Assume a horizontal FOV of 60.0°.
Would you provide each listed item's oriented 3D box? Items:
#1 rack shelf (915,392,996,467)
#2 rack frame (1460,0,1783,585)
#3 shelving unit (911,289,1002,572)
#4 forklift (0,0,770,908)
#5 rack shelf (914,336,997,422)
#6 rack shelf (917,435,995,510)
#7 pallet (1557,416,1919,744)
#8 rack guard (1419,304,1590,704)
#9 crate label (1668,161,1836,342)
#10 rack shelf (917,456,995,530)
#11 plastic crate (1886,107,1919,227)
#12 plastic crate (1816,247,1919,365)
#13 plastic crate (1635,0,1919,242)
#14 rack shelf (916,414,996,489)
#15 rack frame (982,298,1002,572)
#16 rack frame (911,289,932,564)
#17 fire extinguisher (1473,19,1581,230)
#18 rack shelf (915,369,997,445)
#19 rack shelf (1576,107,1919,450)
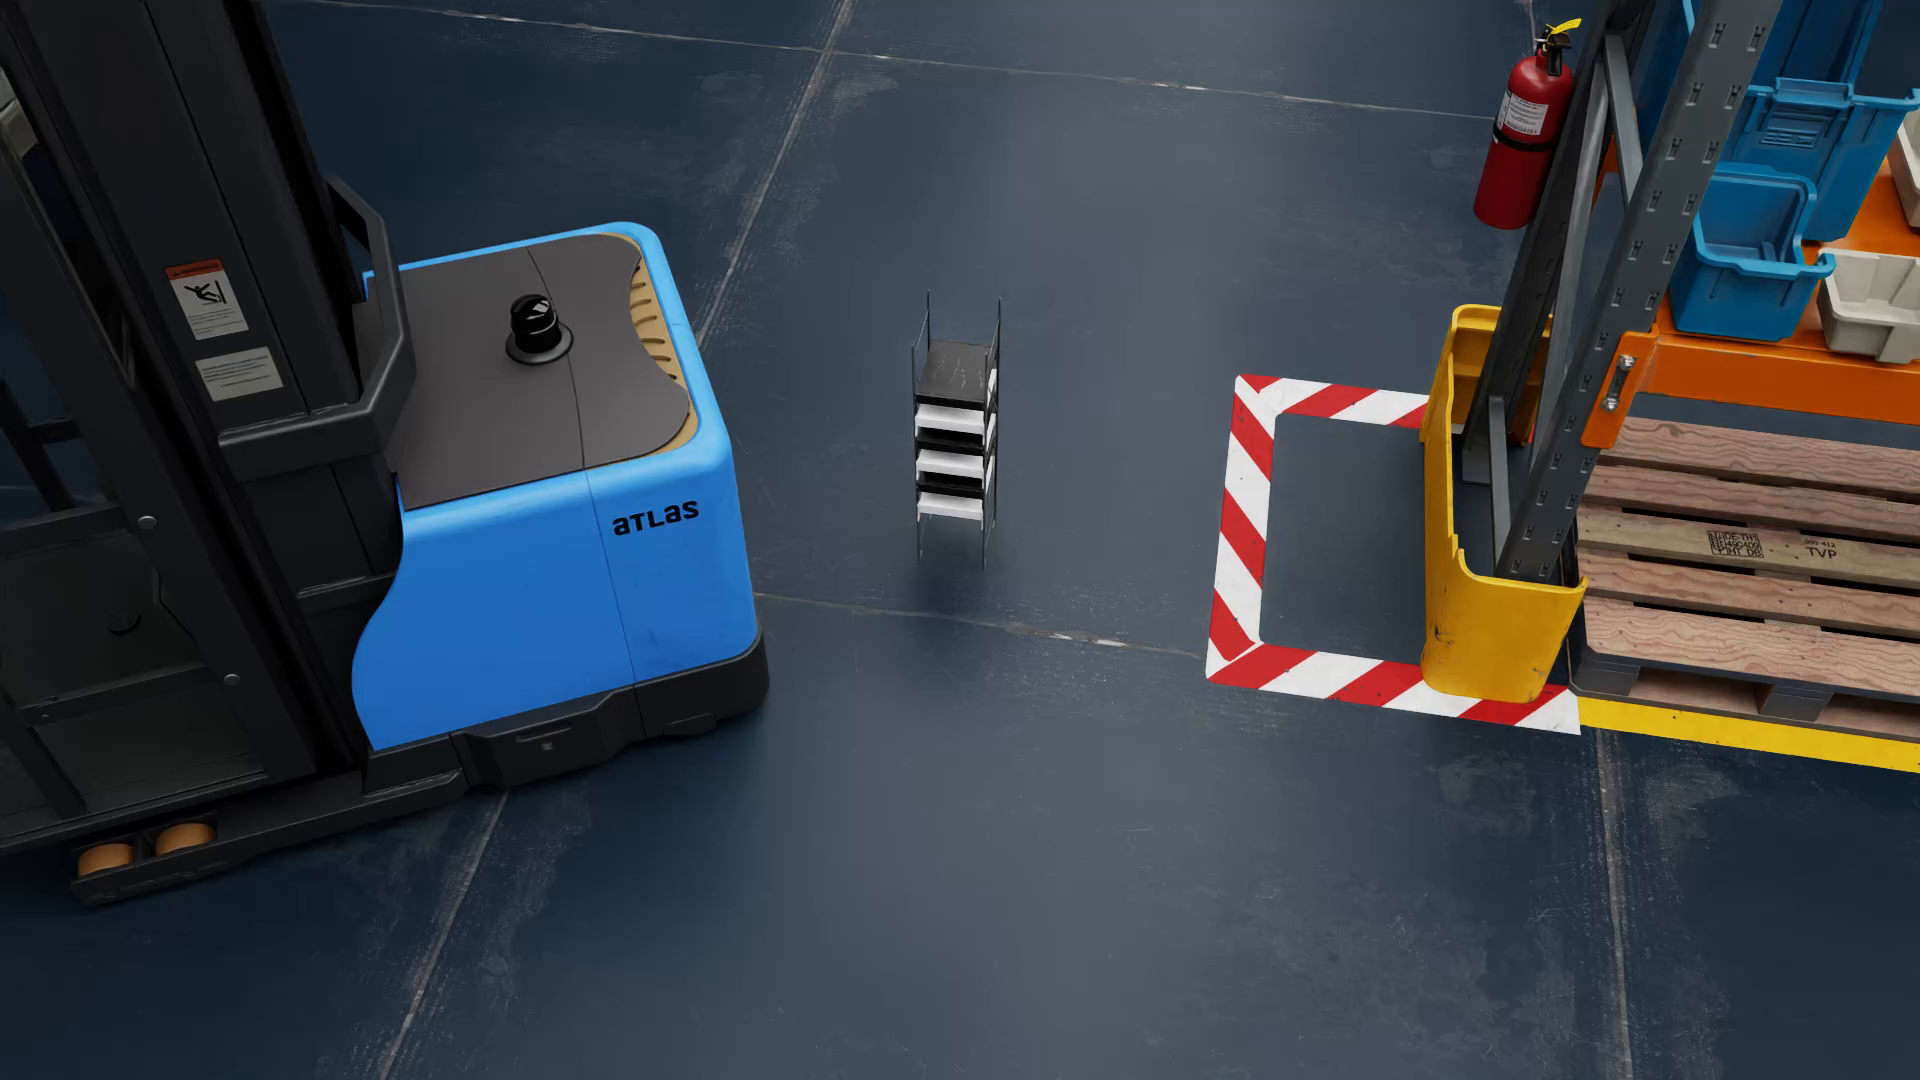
[{"bbox_3d":[-0.008,-0.340,4.874,0.200,0.077,0.258,8,49,7],"label":"rack shelf"},{"bbox_3d":[1.647,-0.976,4.110,0.127,3.000,1.000,8,49,7],"label":"rack frame"},{"bbox_3d":[-0.008,-0.302,4.916,0.210,0.900,0.258,8,49,7],"label":"shelving unit"},{"bbox_3d":[-2.122,-0.472,3.703,3.031,2.935,1.130,-14,50,-12],"label":"forklift"},{"bbox_3d":[-0.008,-0.460,4.740,0.200,0.077,0.258,8,49,7],"label":"rack shelf"},{"bbox_3d":[-0.008,-0.219,5.008,0.200,0.077,0.258,8,49,7],"label":"rack shelf"},{"bbox_3d":[2.452,0.094,5.024,1.213,0.211,1.003,8,49,7],"label":"pallet"},{"bbox_3d":[1.621,-0.134,5.034,0.348,0.500,1.175,8,49,7],"label":"rack guard"},{"bbox_3d":[1.831,-0.666,3.904,0.303,0.233,0.416,8,49,7],"label":"crate label"},{"bbox_3d":[-0.008,-0.159,5.075,0.200,0.077,0.258,8,49,7],"label":"rack shelf"},{"bbox_3d":[2.482,-0.932,4.208,0.243,0.136,0.396,8,49,7],"label":"plastic crate"},{"bbox_3d":[2.132,-0.531,3.847,0.298,0.136,0.250,8,49,7],"label":"plastic crate"},{"bbox_3d":[2.010,-1.100,4.158,0.499,0.435,0.616,8,49,7],"label":"plastic crate"},{"bbox_3d":[-0.008,-0.280,4.941,0.200,0.077,0.258,8,49,7],"label":"rack shelf"},{"bbox_3d":[0.092,-0.288,4.904,0.006,0.900,0.240,8,49,7],"label":"rack frame"},{"bbox_3d":[-0.108,-0.315,4.928,0.006,0.900,0.240,8,49,7],"label":"rack frame"},{"bbox_3d":[1.579,-1.178,4.594,0.183,0.674,0.296,8,49,7],"label":"fire extinguisher"},{"bbox_3d":[-0.008,-0.400,4.807,0.200,0.077,0.258,8,49,7],"label":"rack shelf"},{"bbox_3d":[3.615,-0.471,4.140,4.000,0.370,1.077,8,49,7],"label":"rack shelf"}]
